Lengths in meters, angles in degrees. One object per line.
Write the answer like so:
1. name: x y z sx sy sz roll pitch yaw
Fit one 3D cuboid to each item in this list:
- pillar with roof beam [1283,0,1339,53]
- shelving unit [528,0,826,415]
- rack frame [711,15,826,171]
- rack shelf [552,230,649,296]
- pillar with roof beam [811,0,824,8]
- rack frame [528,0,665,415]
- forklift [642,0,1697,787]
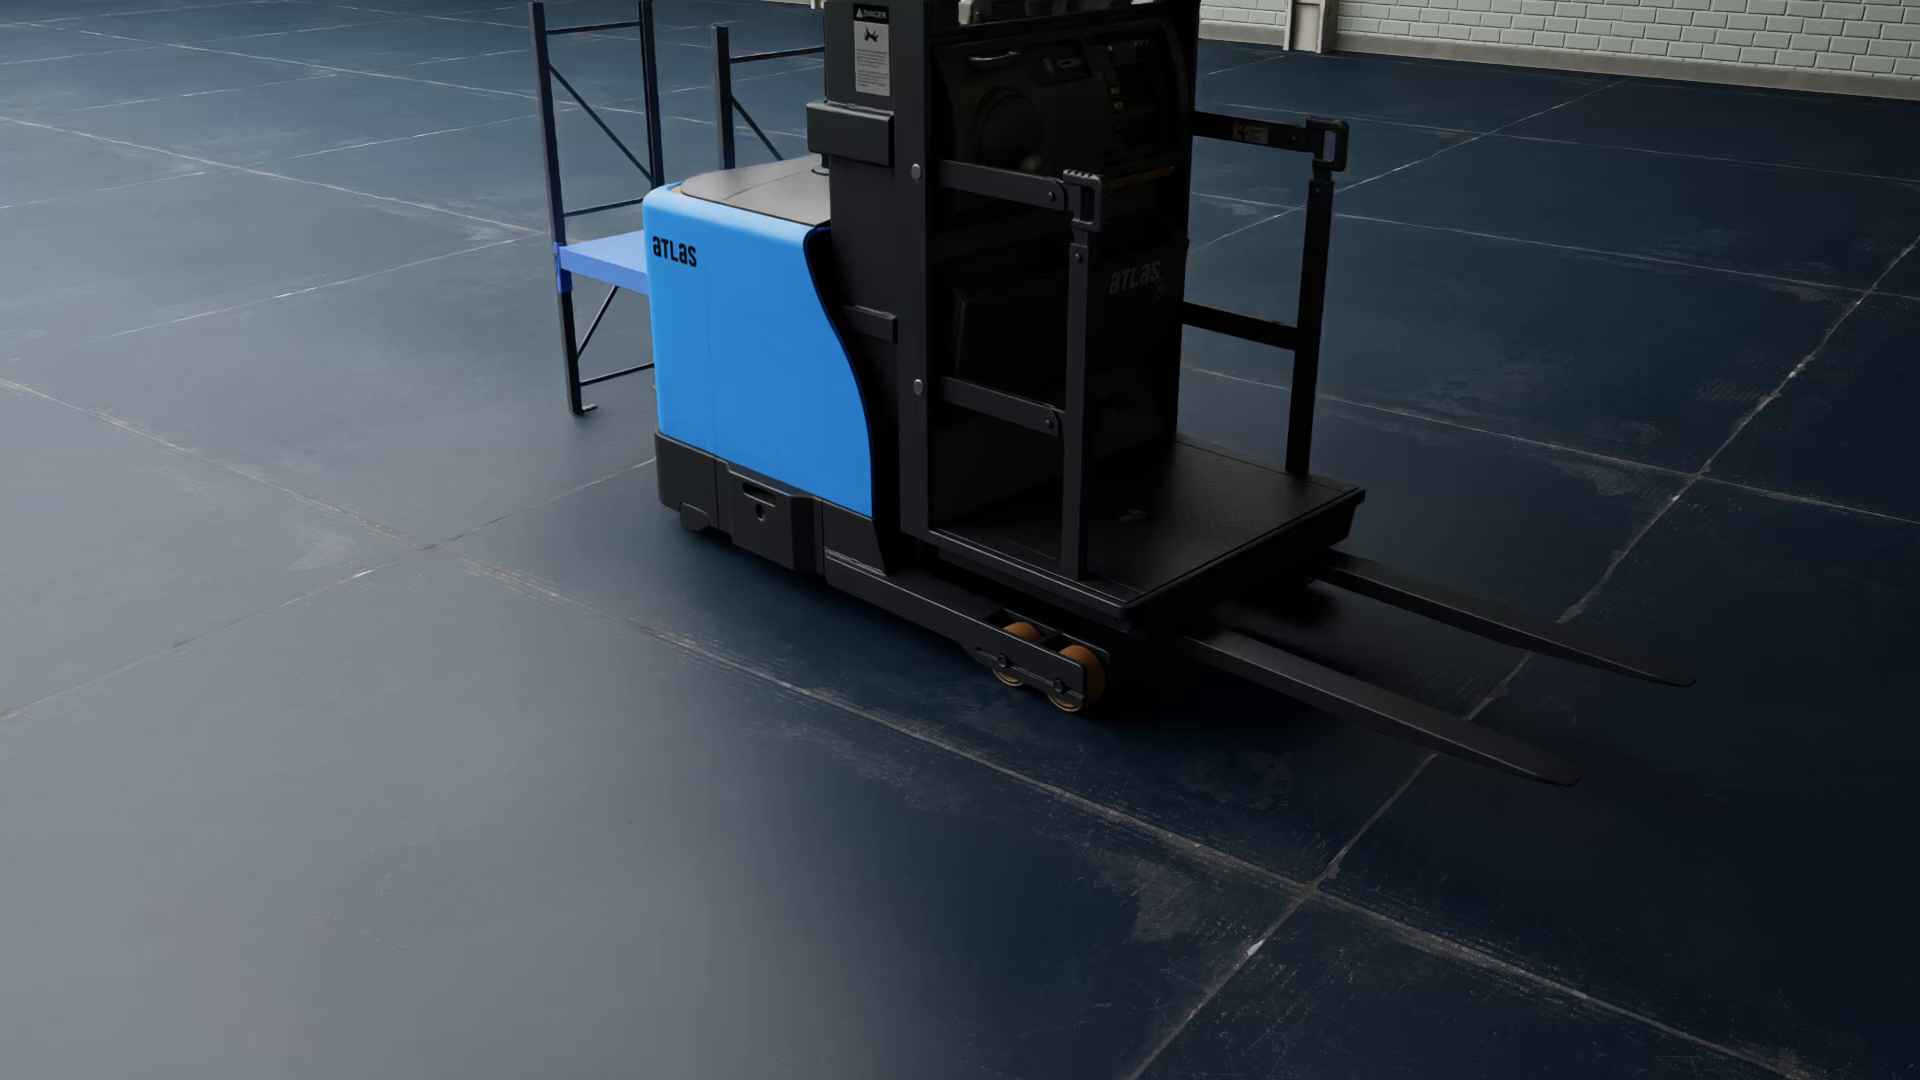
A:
1. pillar with roof beam: 0.750 -7.407 10.901 0.400 9.000 9.100 17 29 33
2. shelving unit: -0.946 -1.098 5.883 1.048 1.500 0.538 21 32 40
3. rack frame: -0.581 -0.956 5.559 0.032 1.500 0.500 21 32 40
4. rack shelf: -0.946 -0.934 5.955 1.000 0.185 0.538 21 32 40
5. pillar with roof beam: -4.051 -8.858 14.194 0.400 9.000 9.100 17 29 33
6. rack frame: -1.311 -1.241 6.206 0.032 1.500 0.500 21 32 40
7. forklift: 0.437 -1.139 4.199 3.031 2.935 1.130 21 32 40
